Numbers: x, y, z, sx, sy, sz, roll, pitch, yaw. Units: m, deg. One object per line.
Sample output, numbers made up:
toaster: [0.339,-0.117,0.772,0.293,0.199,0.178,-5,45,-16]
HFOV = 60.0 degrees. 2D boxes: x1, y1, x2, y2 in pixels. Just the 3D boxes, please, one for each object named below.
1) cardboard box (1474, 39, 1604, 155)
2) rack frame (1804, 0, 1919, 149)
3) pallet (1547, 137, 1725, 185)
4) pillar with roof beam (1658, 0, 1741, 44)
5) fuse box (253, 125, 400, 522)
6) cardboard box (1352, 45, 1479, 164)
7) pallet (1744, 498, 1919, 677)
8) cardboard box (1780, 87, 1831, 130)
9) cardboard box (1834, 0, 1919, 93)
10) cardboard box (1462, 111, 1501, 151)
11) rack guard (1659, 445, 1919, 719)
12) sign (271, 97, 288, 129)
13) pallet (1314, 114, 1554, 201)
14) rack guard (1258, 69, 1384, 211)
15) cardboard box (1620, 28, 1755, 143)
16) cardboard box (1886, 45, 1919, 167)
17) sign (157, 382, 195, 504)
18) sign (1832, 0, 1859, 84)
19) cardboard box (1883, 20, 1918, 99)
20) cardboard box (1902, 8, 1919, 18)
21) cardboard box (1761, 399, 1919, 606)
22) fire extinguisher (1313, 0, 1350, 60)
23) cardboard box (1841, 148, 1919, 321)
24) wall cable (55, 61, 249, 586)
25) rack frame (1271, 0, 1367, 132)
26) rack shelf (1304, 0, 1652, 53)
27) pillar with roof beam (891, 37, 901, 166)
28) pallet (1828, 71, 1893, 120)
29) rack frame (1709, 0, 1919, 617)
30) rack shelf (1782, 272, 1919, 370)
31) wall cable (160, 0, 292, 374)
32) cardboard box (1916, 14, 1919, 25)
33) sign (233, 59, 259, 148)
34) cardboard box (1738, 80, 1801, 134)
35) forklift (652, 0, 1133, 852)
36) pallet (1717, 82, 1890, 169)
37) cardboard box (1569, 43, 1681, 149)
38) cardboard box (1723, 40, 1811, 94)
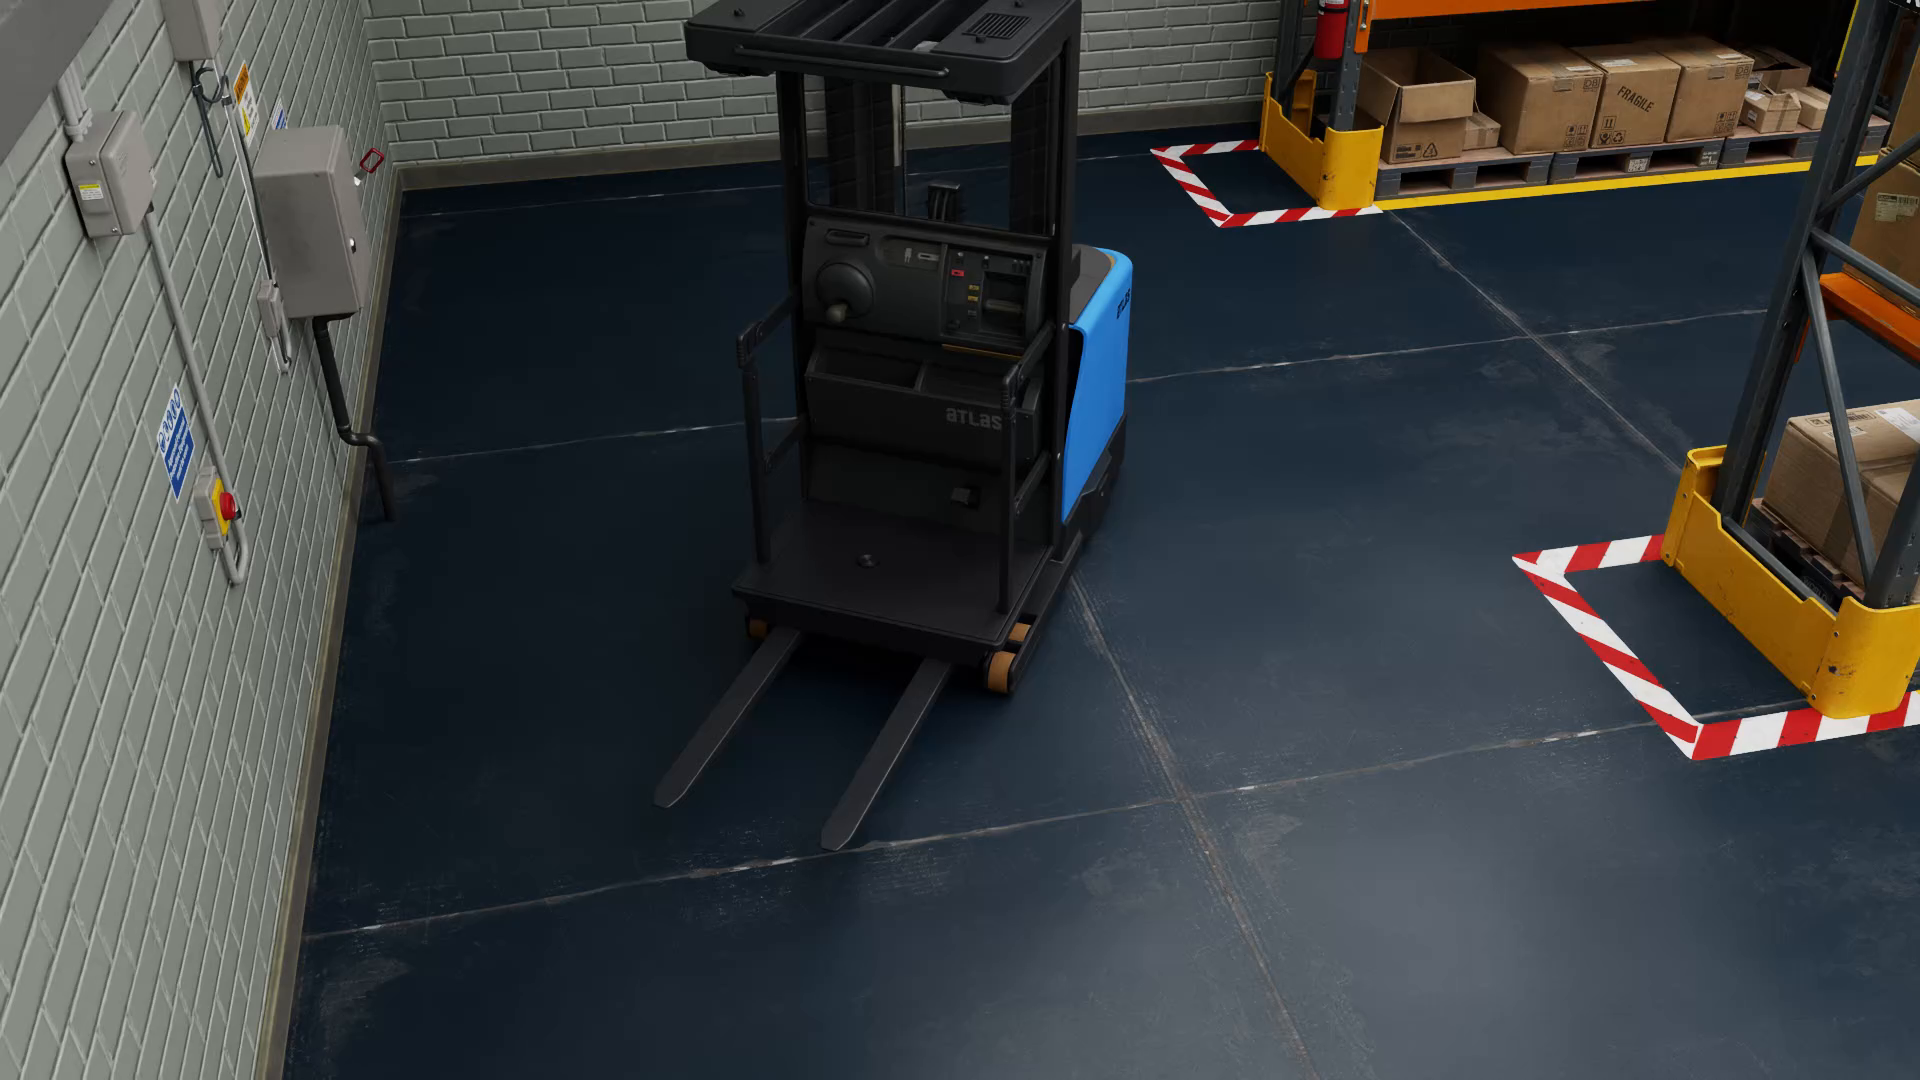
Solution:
cardboard box: [3.676,-2.848,10.668,0.500,0.500,0.700,-6,34,-9]
rack frame: [6.117,-4.095,10.661,0.127,3.000,1.000,-7,35,-11]
pallet: [4.255,-2.701,11.086,1.213,0.211,1.003,-7,35,-11]
pillar with roof beam: [6.189,-4.651,6.105,0.400,9.000,9.100,-7,35,-11]
fuse box: [-2.501,-0.825,6.944,0.414,1.711,0.539,-7,35,-11]
cardboard box: [2.833,-2.765,10.542,0.637,0.503,0.797,-9,35,-12]
pallet: [4.077,0.111,6.895,1.213,0.211,1.003,-7,35,-11]
cardboard box: [5.639,-2.858,10.998,0.250,0.149,0.380,-8,35,-12]
cardboard box: [6.531,-3.453,11.570,0.500,0.500,0.500,-7,35,-11]
cardboard box: [3.256,-2.649,10.687,0.250,0.149,0.380,-9,35,-12]
rack guard: [3.291,0.135,6.601,0.348,0.500,1.175,-7,35,-11]
sign: [-2.812,-1.564,6.973,0.001,0.494,0.329,-7,35,-11]
pallet: [3.067,-2.553,10.866,1.213,0.211,1.003,-7,35,-11]
rack guard: [2.290,-2.575,10.638,0.348,0.500,1.175,-7,35,-11]
cardboard box: [4.688,-2.975,10.858,0.500,0.500,0.700,-8,35,-12]
cardboard box: [3.732,-1.552,5.883,0.500,0.500,0.500,-6,34,-9]
sign: [-2.229,-0.279,4.731,0.001,0.218,0.327,-7,35,-11]
sign: [3.208,-1.782,5.962,0.005,0.325,0.100,-7,35,-11]
cardboard box: [6.639,-3.169,11.147,0.500,0.500,0.500,-6,34,-8]
cardboard box: [6.413,-3.703,11.360,0.250,0.149,0.380,-9,35,-12]
cardboard box: [3.936,-0.152,6.707,0.875,0.438,0.875,-8,35,-12]
fire extinguisher: [2.174,-3.147,9.652,0.183,0.674,0.296,-7,35,-11]
cardboard box: [3.727,-1.151,6.183,0.500,0.500,0.500,-7,34,-10]
wall cable: [-2.180,-0.635,4.565,0.123,1.953,0.585,-7,35,-11]
rack frame: [2.216,-3.603,9.928,0.127,3.000,1.000,-7,35,-11]
rack shelf: [4.167,-3.551,10.495,4.000,0.370,1.077,-7,35,-11]
pillar with roof beam: [0.337,-3.913,5.006,0.400,9.000,9.100,-7,35,-11]
pallet: [6.902,-3.058,11.617,1.213,0.211,1.003,-7,35,-11]
rack frame: [3.314,-0.906,5.908,0.127,3.000,1.000,-7,35,-11]
rack shelf: [5.265,-0.853,6.475,4.000,0.370,1.077,-7,35,-11]
wall cable: [-2.504,-1.392,5.720,0.122,1.984,0.588,-7,35,-11]
cardboard box: [6.526,-3.400,10.910,0.250,0.149,0.380,-6,34,-8]
sign: [-2.691,-1.647,6.272,0.001,0.242,0.339,-7,35,-11]
cardboard box: [5.290,-2.862,10.900,0.258,0.266,0.396,-6,34,-9]
forklift: [-0.210,-0.886,5.939,1.130,2.935,3.031,11,35,16]
pallet: [5.447,-2.853,11.313,1.213,0.211,1.003,-7,35,-11]
cardboard box: [4.213,-2.858,10.684,0.500,0.500,0.500,-7,34,-10]
cardboard box: [5.421,-3.200,11.363,0.500,0.311,0.500,-6,34,-9]
